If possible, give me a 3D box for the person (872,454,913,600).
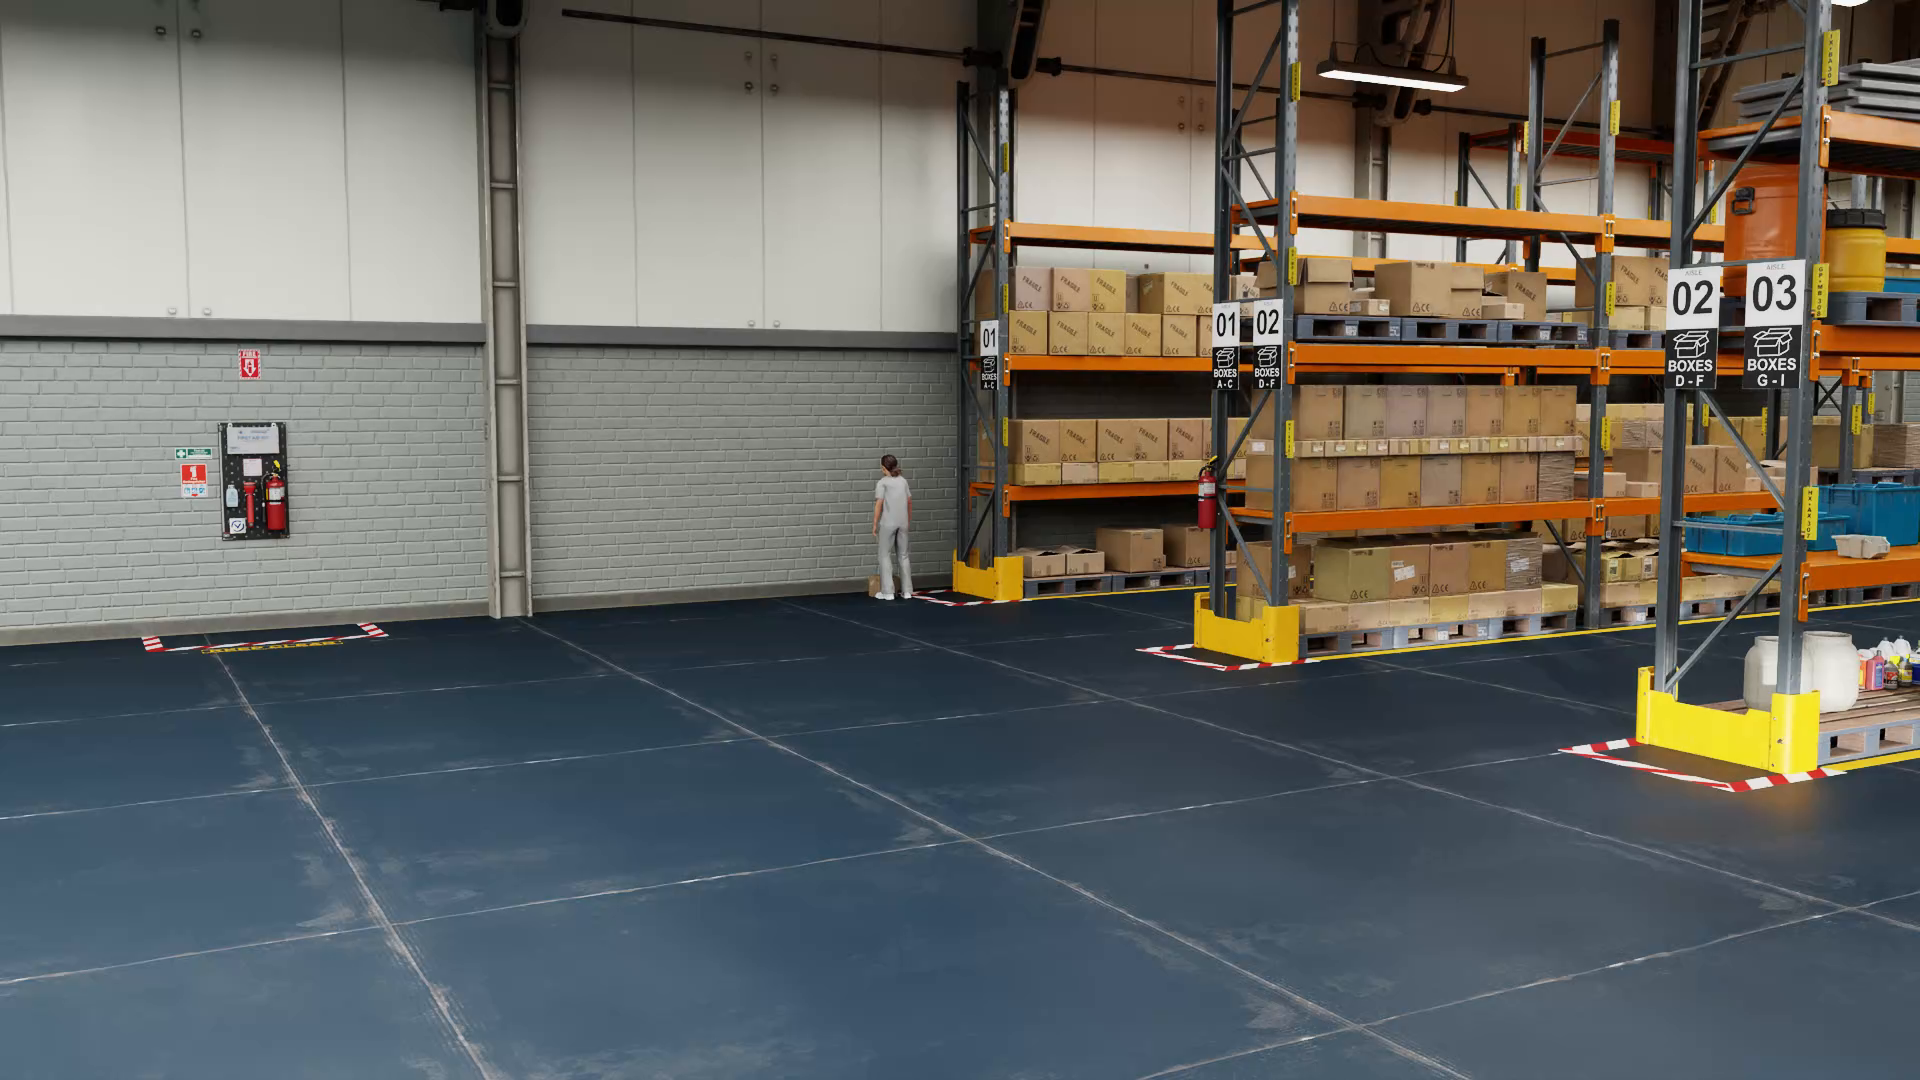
[{"bbox_3d":[-0.772,-0.154,19.185,0.508,1.673,0.355,-3,6,-31],"label":"person"}]
